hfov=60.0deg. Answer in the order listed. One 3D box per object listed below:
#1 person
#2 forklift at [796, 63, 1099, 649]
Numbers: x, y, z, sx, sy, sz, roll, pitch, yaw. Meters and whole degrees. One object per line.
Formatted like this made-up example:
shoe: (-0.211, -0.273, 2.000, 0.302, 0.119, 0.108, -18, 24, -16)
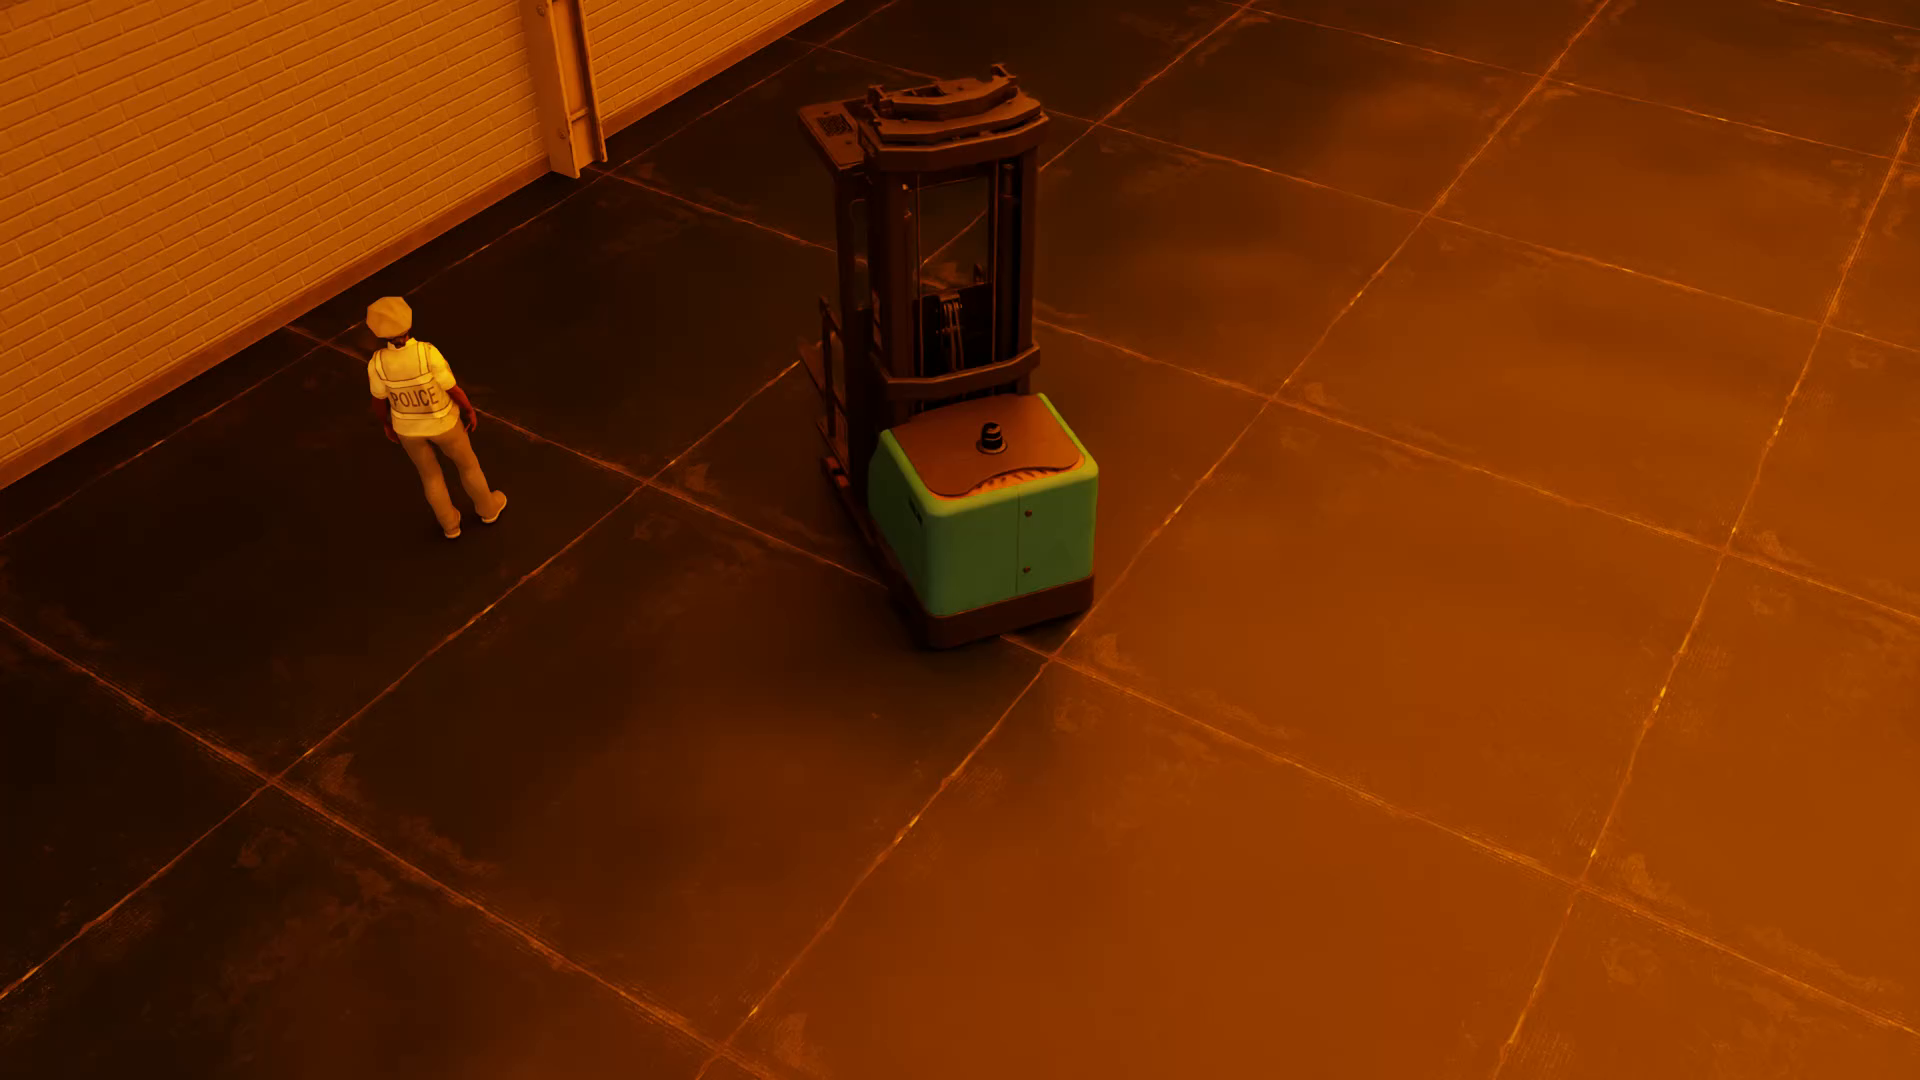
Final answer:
person: (-3.113, -0.737, 9.782, 0.568, 1.695, 0.531, -6, 41, -7)
forklift: (-0.245, -1.463, 9.693, 1.130, 2.935, 3.031, -15, 42, -17)
